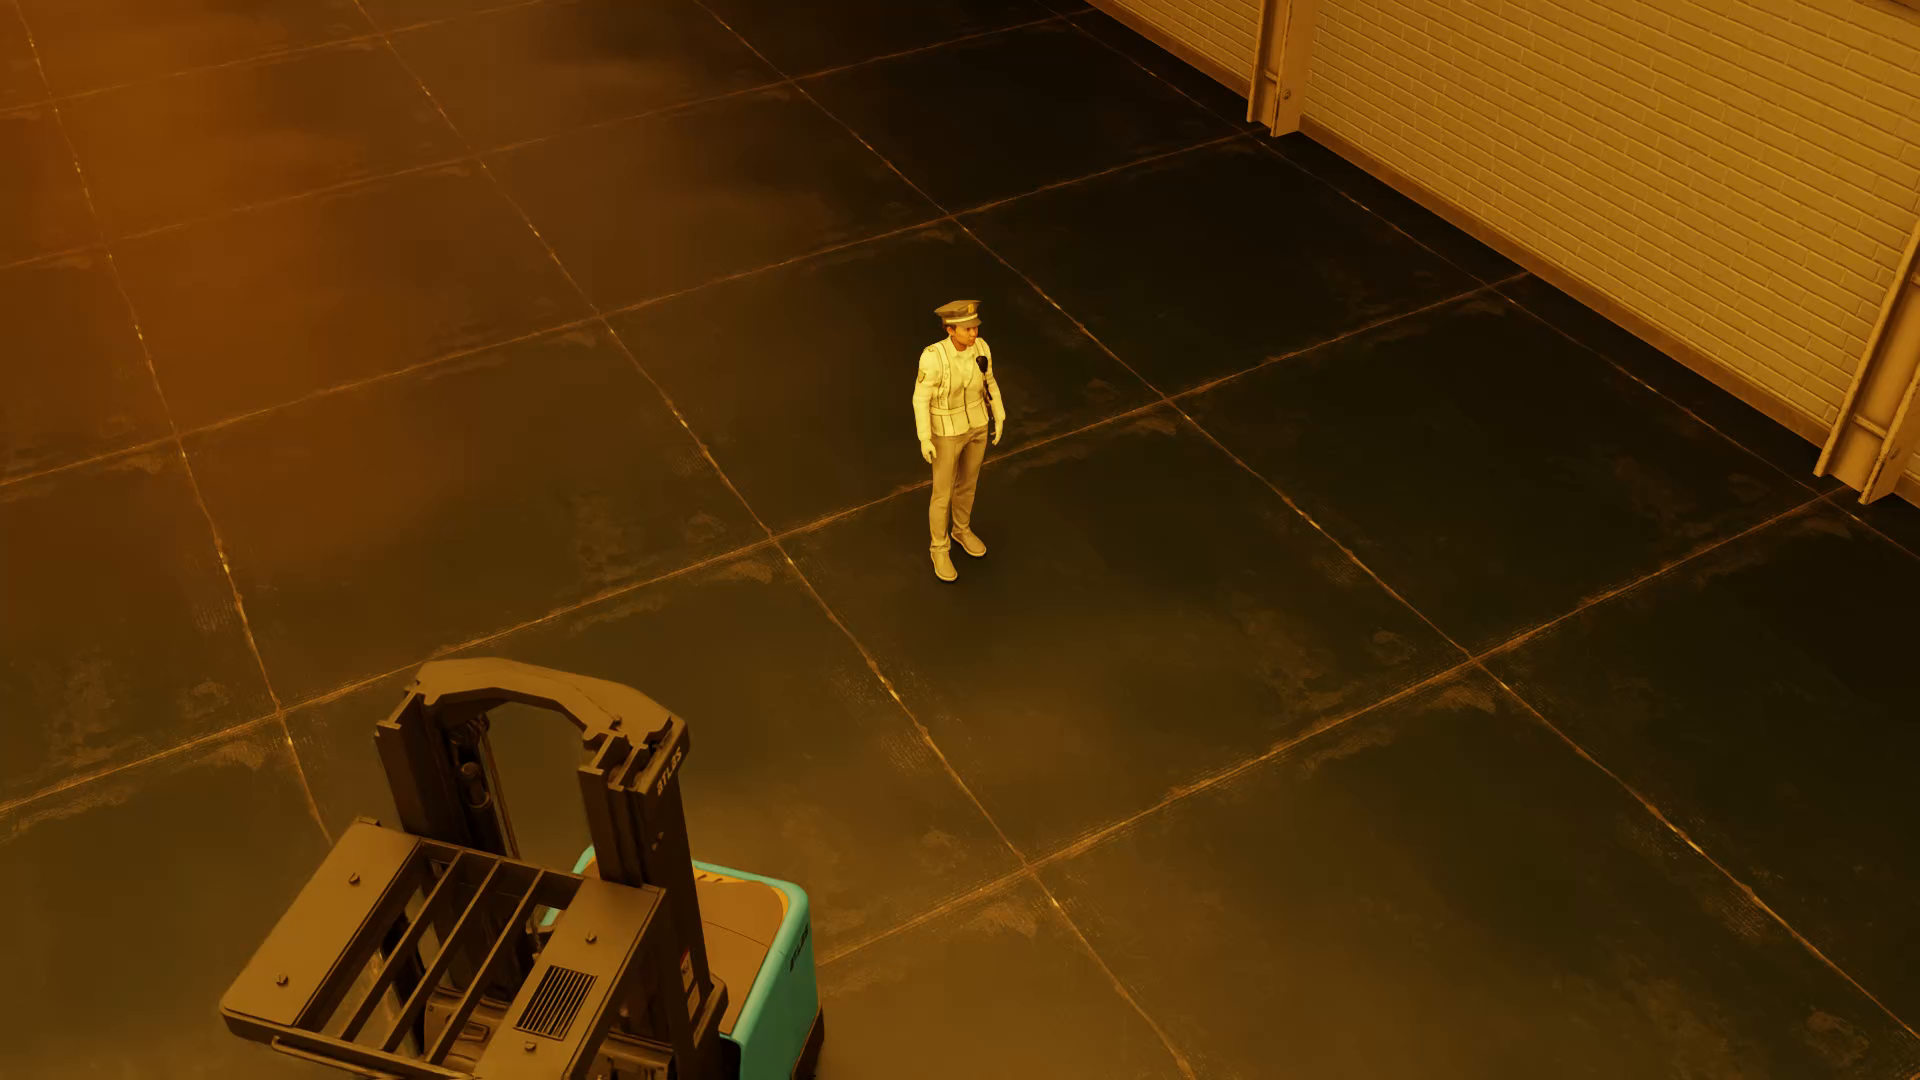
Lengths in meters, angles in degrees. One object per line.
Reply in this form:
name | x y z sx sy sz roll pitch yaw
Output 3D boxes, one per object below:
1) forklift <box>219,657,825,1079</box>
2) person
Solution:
forklift | -1.509 1.959 5.674 1.130 2.935 3.031 10 41 12
person | 0.029 -0.618 9.738 0.588 1.695 0.531 -20 44 -23
